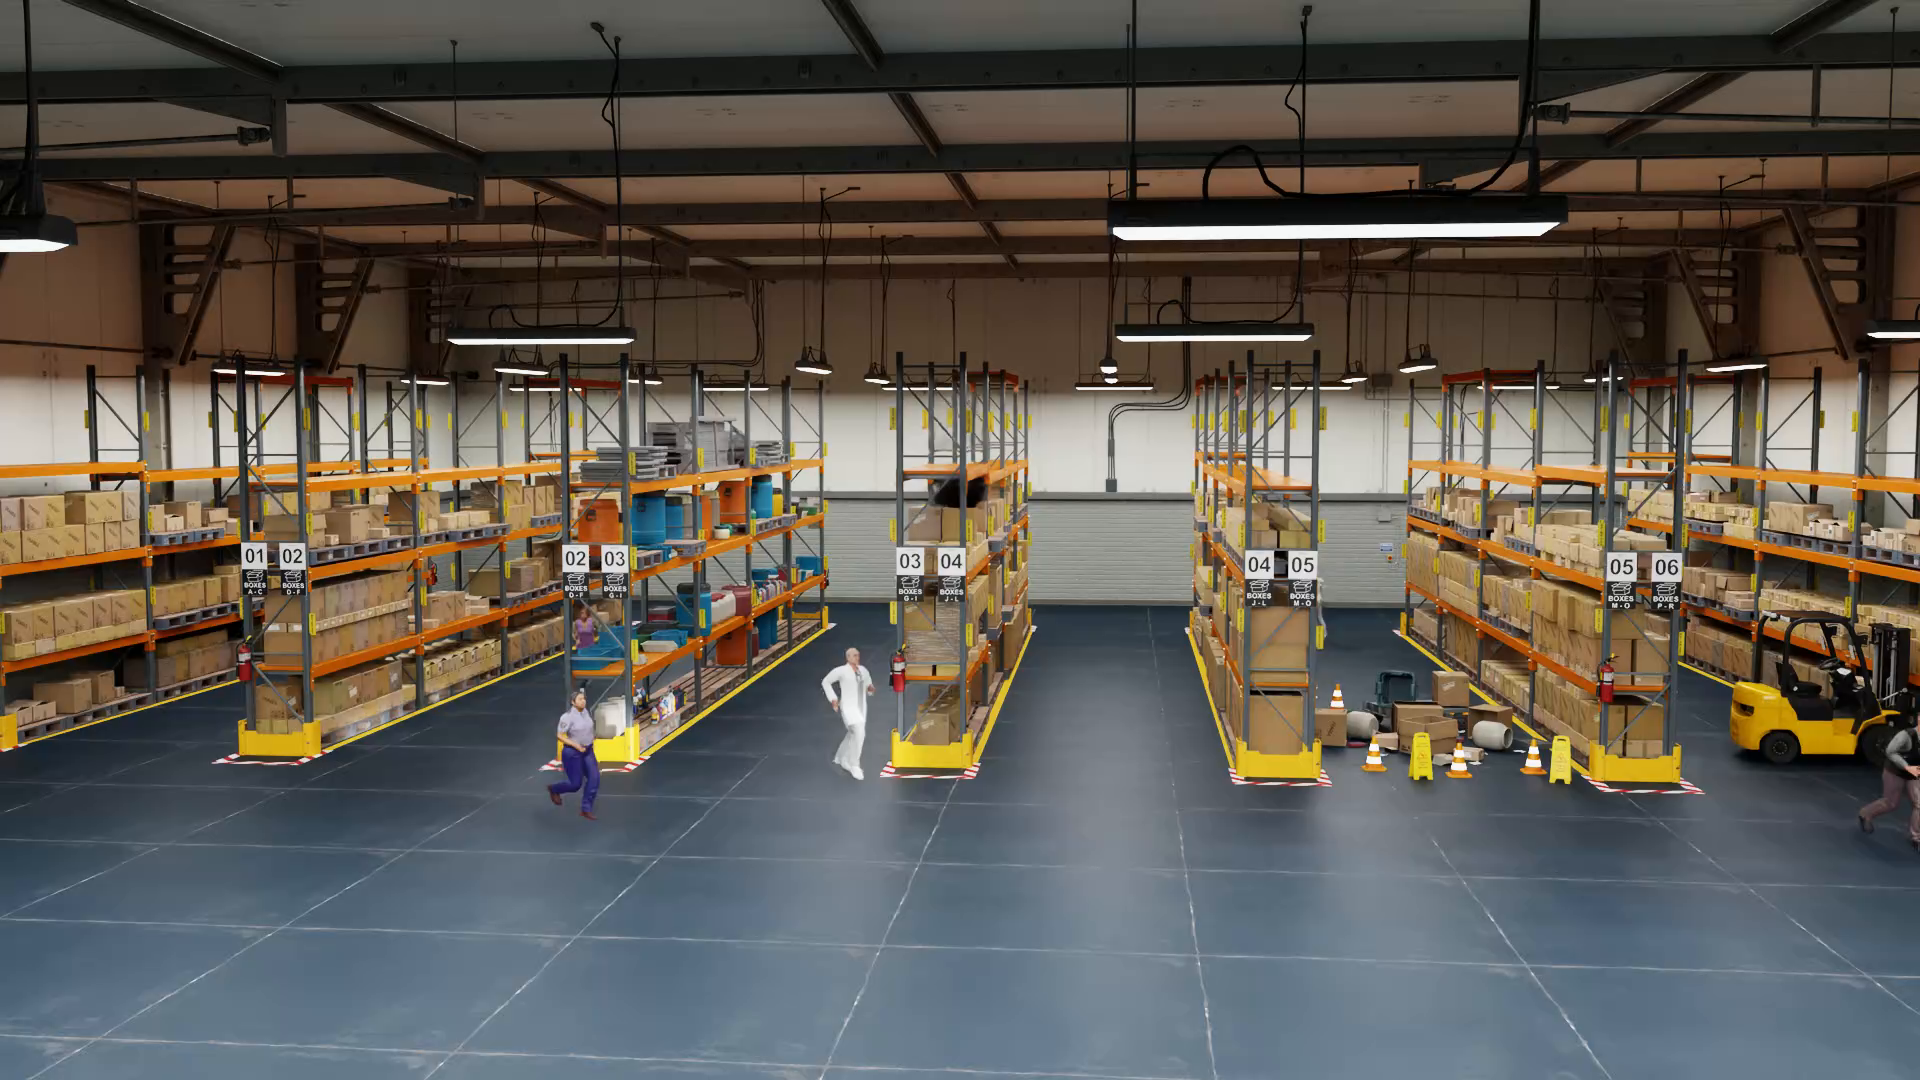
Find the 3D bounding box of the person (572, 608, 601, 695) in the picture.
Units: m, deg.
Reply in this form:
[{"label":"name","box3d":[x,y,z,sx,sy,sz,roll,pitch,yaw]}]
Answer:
[{"label":"person","box3d":[-6.922,2.027,30.719,0.564,1.592,0.921,0,4,-6]}]

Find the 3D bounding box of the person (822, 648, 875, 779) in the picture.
[{"label":"person","box3d":[-1.521,2.447,23.555,0.836,1.843,0.673,3,5,39]}]

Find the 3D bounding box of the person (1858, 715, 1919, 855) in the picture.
[{"label":"person","box3d":[11.066,2.808,19.610,0.696,1.678,1.009,-2,4,-20]}]

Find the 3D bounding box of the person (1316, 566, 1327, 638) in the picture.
[{"label":"person","box3d":[8.127,1.441,38.263,0.620,1.722,0.857,-1,4,-14]}]

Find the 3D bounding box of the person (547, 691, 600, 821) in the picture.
[{"label":"person","box3d":[-4.873,2.723,21.065,0.750,1.645,0.615,2,5,31]}]
